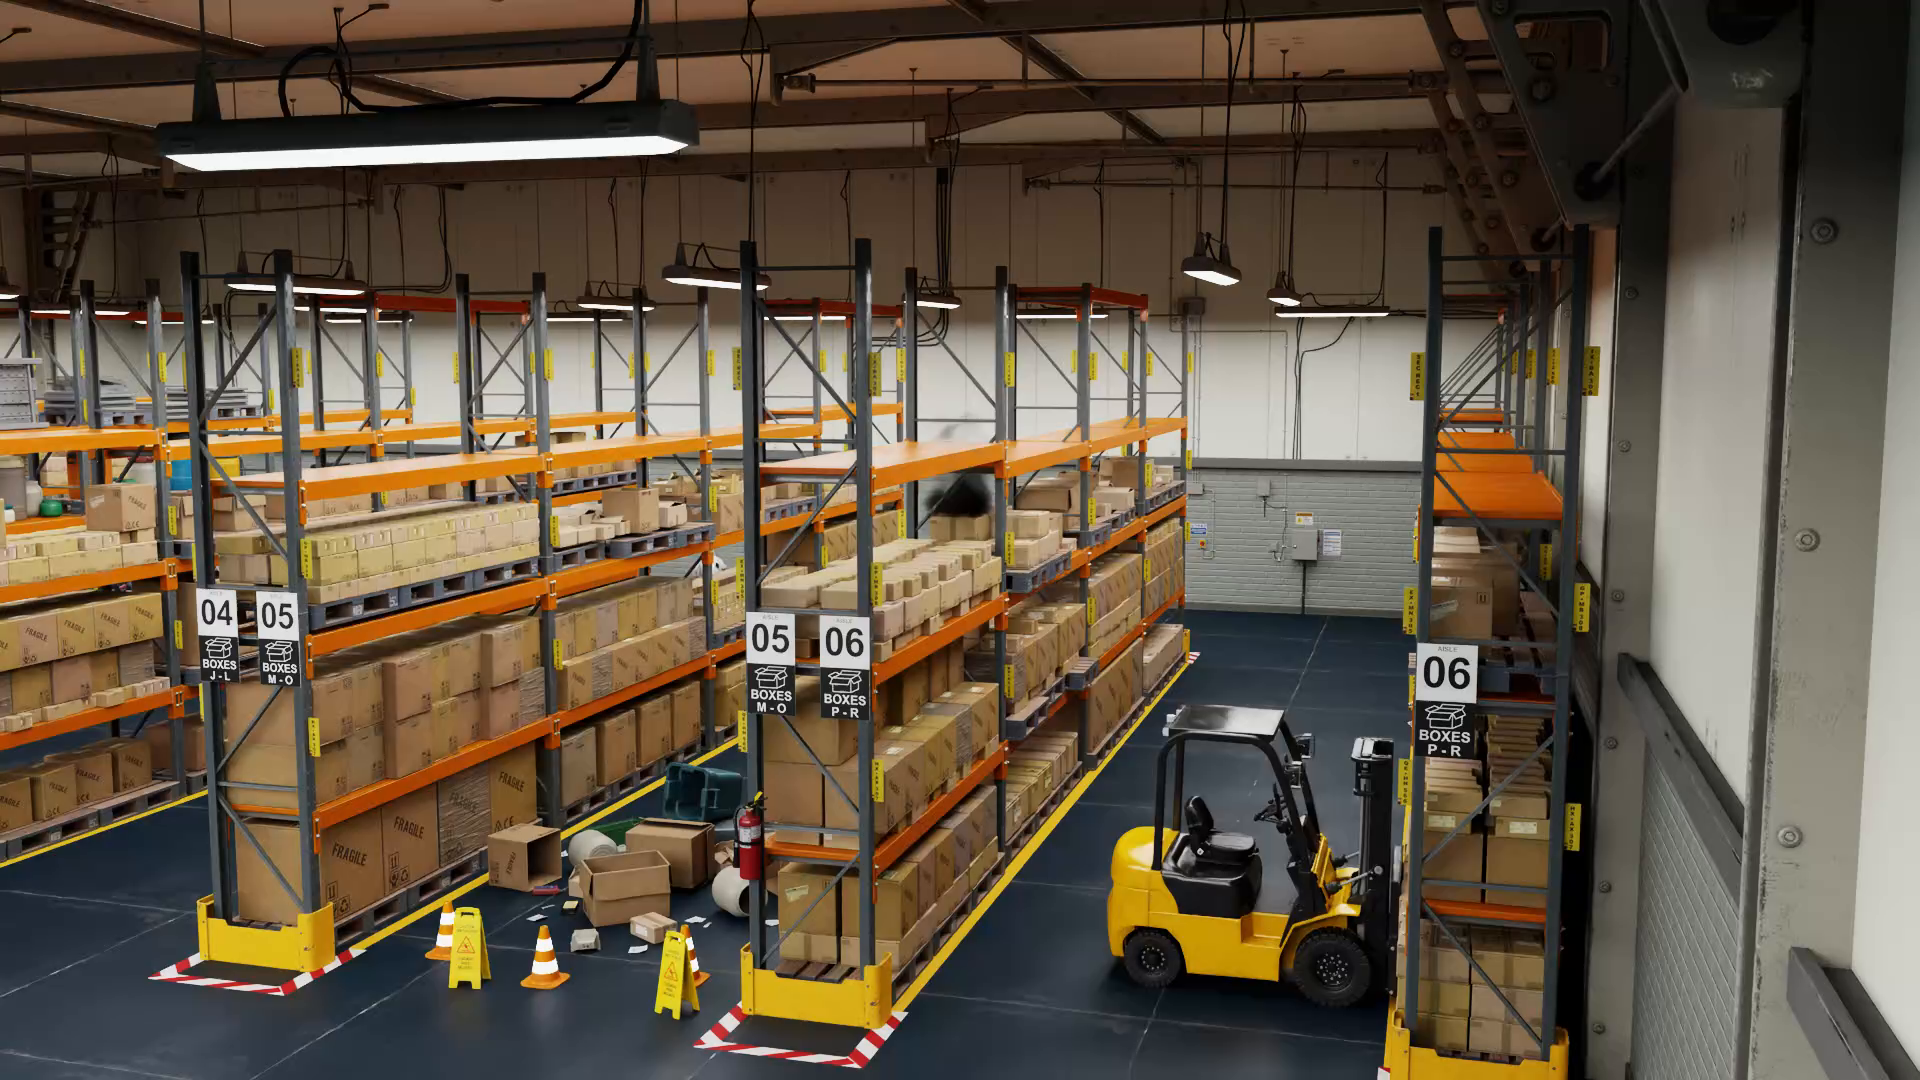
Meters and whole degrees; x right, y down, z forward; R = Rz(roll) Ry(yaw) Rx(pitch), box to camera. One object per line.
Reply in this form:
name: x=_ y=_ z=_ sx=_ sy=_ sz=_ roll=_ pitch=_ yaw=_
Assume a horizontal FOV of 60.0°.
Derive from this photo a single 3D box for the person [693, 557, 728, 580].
person: x=-4.538 y=0.886 z=30.983 sx=0.827 sy=1.639 sz=0.530 roll=-3 pitch=7 yaw=-24
